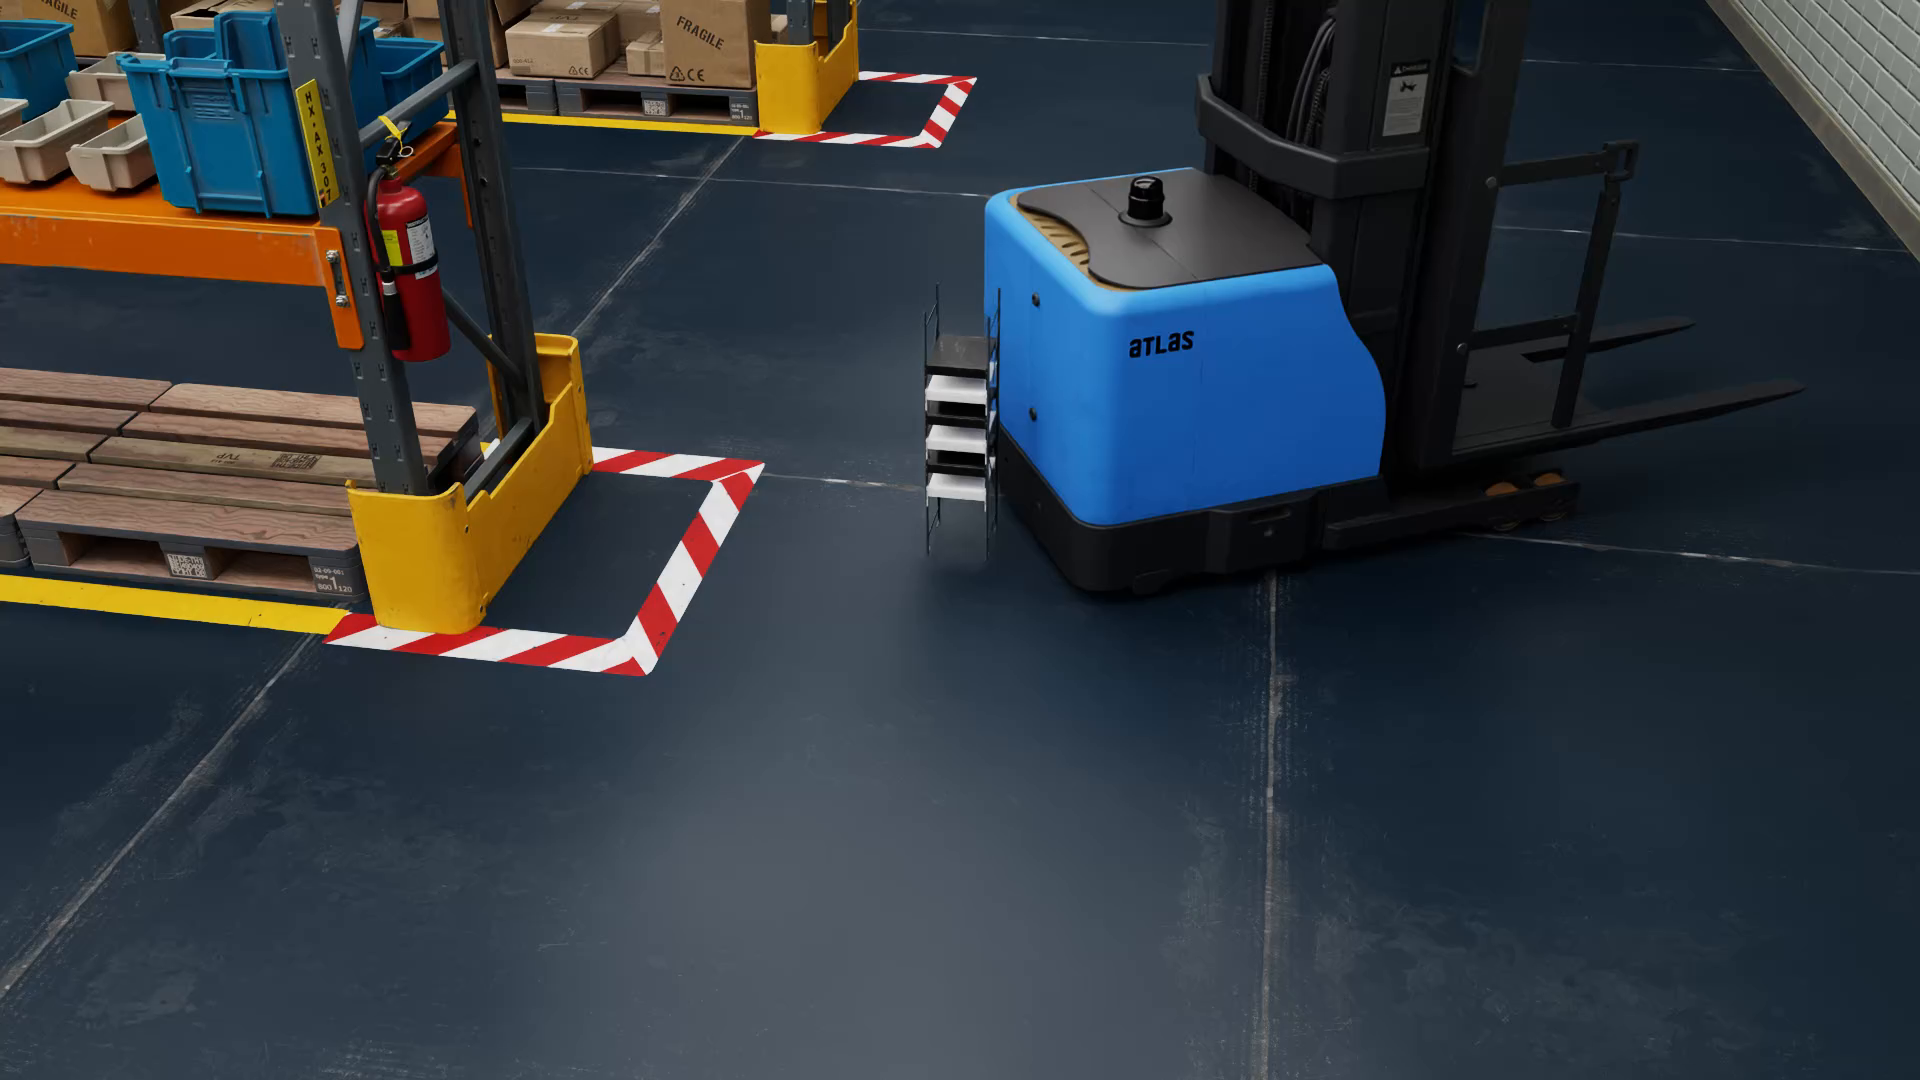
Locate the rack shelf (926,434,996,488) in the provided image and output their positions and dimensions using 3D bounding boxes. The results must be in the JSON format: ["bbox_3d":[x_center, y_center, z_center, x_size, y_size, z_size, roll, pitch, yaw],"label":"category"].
[{"bbox_3d":[0.008,-0.276,5.576,0.200,0.077,0.258,5,32,8],"label":"rack shelf"}]

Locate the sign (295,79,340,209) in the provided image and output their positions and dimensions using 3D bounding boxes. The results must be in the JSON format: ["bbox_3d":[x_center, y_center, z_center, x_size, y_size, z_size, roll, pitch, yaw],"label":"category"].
[{"bbox_3d":[-1.724,-1.062,4.466,0.005,0.325,0.100,5,32,8],"label":"sign"}]

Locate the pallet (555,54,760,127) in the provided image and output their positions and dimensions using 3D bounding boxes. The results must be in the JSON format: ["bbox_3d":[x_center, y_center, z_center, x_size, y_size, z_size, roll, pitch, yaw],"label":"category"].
[{"bbox_3d":[-1.671,-2.768,9.973,1.213,0.211,1.003,5,32,8],"label":"pallet"}]

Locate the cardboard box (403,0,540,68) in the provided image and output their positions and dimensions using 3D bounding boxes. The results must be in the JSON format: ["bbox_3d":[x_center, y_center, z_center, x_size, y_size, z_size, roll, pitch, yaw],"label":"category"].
[{"bbox_3d":[-2.900,-3.193,9.962,0.637,0.503,0.797,5,32,8],"label":"cardboard box"}]

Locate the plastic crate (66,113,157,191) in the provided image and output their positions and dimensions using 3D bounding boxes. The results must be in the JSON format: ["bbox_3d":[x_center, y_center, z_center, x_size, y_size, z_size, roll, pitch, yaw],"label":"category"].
[{"bbox_3d":[-2.482,-1.174,4.990,0.243,0.136,0.396,5,32,8],"label":"plastic crate"}]

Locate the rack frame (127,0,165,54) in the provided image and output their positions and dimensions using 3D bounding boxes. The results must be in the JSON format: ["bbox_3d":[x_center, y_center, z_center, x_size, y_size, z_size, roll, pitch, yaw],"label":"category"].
[{"bbox_3d":[-4.753,-4.229,9.680,0.127,3.000,1.000,5,32,8],"label":"rack frame"}]

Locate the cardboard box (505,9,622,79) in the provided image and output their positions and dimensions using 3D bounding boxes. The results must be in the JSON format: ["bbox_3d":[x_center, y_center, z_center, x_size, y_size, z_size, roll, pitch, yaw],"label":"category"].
[{"bbox_3d":[-2.319,-2.914,9.755,0.500,0.250,0.500,5,32,8],"label":"cardboard box"}]

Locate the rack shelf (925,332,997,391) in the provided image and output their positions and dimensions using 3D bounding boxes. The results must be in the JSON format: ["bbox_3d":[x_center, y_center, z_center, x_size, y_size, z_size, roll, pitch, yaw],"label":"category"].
[{"bbox_3d":[0.008,-0.581,5.384,0.200,0.077,0.258,5,32,8],"label":"rack shelf"}]

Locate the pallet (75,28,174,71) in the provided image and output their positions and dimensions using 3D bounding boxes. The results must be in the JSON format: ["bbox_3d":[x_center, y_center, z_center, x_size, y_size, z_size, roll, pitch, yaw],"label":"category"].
[{"bbox_3d":[-5.561,-3.100,10.504,1.213,0.211,1.003,5,32,8],"label":"pallet"}]

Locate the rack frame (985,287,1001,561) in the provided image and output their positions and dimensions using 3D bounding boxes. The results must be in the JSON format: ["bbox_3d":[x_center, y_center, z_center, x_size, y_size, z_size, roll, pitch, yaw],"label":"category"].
[{"bbox_3d":[0.108,-0.372,5.496,0.006,0.900,0.240,5,32,8],"label":"rack frame"}]

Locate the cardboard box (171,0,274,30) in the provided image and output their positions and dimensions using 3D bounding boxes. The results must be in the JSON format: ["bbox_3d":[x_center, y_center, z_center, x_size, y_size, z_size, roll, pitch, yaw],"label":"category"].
[{"bbox_3d":[-4.376,-3.126,10.036,0.500,0.311,0.500,5,32,8],"label":"cardboard box"}]

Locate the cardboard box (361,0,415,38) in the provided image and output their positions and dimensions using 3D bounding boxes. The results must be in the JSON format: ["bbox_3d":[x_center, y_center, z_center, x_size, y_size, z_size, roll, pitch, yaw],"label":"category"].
[{"bbox_3d":[-3.405,-3.307,10.325,0.500,0.311,0.500,5,32,8],"label":"cardboard box"}]

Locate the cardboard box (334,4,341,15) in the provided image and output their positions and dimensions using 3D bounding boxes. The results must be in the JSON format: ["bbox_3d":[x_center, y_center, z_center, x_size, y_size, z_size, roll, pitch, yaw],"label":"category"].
[{"bbox_3d":[-3.764,-3.303,10.472,0.250,0.149,0.380,5,32,8],"label":"cardboard box"}]

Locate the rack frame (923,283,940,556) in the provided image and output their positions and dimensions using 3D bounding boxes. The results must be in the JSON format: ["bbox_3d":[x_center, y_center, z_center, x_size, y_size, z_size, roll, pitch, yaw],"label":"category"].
[{"bbox_3d":[-0.092,-0.390,5.525,0.006,0.900,0.240,5,32,8],"label":"rack frame"}]

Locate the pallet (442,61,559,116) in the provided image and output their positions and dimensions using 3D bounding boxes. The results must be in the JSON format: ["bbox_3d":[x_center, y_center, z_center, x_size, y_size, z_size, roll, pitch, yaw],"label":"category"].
[{"bbox_3d":[-2.870,-2.878,10.149,1.213,0.211,1.003,5,32,8],"label":"pallet"}]

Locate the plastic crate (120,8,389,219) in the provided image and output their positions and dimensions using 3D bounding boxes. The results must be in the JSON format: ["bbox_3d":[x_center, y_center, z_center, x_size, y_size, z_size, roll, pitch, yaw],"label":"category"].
[{"bbox_3d":[-2.009,-1.255,4.838,0.499,0.435,0.616,5,32,8],"label":"plastic crate"}]

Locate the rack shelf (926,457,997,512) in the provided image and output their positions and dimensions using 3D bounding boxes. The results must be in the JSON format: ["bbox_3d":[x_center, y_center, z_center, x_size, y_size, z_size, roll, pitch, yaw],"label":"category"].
[{"bbox_3d":[0.008,-0.200,5.623,0.200,0.077,0.258,5,32,8],"label":"rack shelf"}]

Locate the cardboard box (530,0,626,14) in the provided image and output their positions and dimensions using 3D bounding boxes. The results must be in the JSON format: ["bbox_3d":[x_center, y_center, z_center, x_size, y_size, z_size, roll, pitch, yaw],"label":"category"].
[{"bbox_3d":[-2.284,-3.180,10.179,0.500,0.250,0.500,5,32,8],"label":"cardboard box"}]

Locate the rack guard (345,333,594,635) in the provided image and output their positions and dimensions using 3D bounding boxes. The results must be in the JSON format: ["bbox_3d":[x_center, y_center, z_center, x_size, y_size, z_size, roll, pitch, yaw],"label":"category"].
[{"bbox_3d":[-1.621,-0.227,5.642,0.348,0.500,1.175,5,32,8],"label":"rack guard"}]

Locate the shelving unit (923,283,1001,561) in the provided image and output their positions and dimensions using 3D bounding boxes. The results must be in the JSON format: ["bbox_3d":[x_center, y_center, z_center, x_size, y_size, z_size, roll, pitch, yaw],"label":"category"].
[{"bbox_3d":[0.008,-0.381,5.510,0.210,0.900,0.258,5,32,8],"label":"shelving unit"}]

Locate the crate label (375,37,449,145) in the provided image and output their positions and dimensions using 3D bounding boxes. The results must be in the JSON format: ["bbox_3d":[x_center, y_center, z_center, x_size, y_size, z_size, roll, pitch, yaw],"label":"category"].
[{"bbox_3d":[-1.835,-1.431,5.310,0.303,0.233,0.416,5,32,8],"label":"crate label"}]

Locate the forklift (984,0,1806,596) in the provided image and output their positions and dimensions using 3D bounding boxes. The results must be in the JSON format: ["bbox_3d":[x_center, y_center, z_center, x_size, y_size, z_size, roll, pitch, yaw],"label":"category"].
[{"bbox_3d":[1.643,-1.528,5.428,3.031,2.935,1.130,-11,34,-16],"label":"forklift"}]

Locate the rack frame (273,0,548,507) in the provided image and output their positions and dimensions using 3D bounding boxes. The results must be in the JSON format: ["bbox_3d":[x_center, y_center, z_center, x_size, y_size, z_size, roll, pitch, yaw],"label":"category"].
[{"bbox_3d":[-1.647,-1.282,4.971,0.127,3.000,1.000,5,32,8],"label":"rack frame"}]

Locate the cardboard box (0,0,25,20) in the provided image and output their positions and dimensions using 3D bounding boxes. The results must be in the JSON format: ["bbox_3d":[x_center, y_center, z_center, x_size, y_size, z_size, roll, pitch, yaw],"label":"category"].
[{"bbox_3d":[-5.774,-3.299,10.135,0.500,0.500,0.500,5,32,8],"label":"cardboard box"}]

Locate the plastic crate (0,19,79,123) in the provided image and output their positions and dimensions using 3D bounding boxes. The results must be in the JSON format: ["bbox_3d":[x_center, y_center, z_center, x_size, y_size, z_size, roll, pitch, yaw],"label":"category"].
[{"bbox_3d":[-3.133,-1.548,5.498,0.300,0.233,0.416,5,32,8],"label":"plastic crate"}]

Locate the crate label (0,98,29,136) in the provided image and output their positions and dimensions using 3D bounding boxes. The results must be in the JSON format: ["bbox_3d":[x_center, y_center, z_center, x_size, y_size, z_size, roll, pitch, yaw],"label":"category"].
[{"bbox_3d":[-3.044,-1.219,5.063,0.243,0.136,0.396,5,32,8],"label":"crate label"}]

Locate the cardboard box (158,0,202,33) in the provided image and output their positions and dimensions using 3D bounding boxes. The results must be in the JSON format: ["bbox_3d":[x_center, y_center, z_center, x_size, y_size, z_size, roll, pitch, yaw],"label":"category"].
[{"bbox_3d":[-5.189,-3.527,10.499,0.500,0.500,0.500,4,32,6],"label":"cardboard box"}]

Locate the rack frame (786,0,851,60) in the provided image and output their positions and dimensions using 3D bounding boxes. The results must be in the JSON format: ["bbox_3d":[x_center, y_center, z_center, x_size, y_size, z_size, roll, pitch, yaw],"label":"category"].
[{"bbox_3d":[-0.810,-3.872,9.109,0.127,3.000,1.000,5,32,8],"label":"rack frame"}]

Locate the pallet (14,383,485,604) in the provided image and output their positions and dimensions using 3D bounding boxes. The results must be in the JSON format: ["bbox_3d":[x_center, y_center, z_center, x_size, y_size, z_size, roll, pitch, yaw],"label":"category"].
[{"bbox_3d":[-2.454,-0.194,5.861,1.213,0.211,1.003,5,32,8],"label":"pallet"}]

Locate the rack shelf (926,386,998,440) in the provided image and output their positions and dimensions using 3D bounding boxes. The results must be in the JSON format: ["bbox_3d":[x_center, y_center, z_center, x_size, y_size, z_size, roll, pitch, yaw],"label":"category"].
[{"bbox_3d":[0.008,-0.429,5.480,0.200,0.077,0.258,5,32,8],"label":"rack shelf"}]

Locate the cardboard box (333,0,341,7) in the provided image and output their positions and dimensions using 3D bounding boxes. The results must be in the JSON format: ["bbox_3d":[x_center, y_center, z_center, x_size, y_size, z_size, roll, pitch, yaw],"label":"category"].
[{"bbox_3d":[-4.144,-3.454,10.382,0.500,0.500,0.500,5,32,8],"label":"cardboard box"}]

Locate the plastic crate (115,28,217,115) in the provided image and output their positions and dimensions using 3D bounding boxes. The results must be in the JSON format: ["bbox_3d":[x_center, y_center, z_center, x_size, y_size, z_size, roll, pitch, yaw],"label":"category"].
[{"bbox_3d":[-2.484,-1.490,5.404,0.300,0.233,0.416,5,32,8],"label":"plastic crate"}]

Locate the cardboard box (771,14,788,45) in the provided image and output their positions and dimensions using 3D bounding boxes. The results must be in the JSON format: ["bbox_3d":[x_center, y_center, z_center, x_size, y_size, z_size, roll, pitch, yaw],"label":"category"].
[{"bbox_3d":[-1.165,-3.068,10.096,0.250,0.149,0.380,5,32,8],"label":"cardboard box"}]

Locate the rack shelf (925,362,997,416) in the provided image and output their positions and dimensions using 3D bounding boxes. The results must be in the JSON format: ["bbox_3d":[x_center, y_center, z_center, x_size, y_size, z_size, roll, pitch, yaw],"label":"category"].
[{"bbox_3d":[0.008,-0.505,5.432,0.200,0.077,0.258,5,32,8],"label":"rack shelf"}]

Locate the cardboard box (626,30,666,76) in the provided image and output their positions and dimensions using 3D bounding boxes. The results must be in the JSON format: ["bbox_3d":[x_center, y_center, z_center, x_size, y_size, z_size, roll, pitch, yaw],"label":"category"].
[{"bbox_3d":[-1.772,-2.861,9.749,0.250,0.166,0.380,5,32,8],"label":"cardboard box"}]

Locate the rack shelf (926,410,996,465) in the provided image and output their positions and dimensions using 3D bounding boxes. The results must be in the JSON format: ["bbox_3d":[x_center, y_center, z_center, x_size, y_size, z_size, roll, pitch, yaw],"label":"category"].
[{"bbox_3d":[0.008,-0.352,5.528,0.200,0.077,0.258,5,32,8],"label":"rack shelf"}]

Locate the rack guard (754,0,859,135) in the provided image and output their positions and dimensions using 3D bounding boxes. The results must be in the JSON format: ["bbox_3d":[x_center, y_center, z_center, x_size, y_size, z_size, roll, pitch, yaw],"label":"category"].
[{"bbox_3d":[-0.885,-2.820,9.784,0.348,0.500,1.175,5,32,8],"label":"rack guard"}]

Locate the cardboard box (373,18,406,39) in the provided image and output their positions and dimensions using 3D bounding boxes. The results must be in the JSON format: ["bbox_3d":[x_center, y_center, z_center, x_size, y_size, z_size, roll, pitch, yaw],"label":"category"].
[{"bbox_3d":[-3.521,-2.992,9.959,0.250,0.166,0.380,5,32,8],"label":"cardboard box"}]

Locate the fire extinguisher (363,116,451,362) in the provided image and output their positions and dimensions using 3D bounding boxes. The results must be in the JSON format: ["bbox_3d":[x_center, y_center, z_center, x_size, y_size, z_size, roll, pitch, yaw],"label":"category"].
[{"bbox_3d":[-1.575,-0.840,4.689,0.183,0.674,0.296,5,32,8],"label":"fire extinguisher"}]

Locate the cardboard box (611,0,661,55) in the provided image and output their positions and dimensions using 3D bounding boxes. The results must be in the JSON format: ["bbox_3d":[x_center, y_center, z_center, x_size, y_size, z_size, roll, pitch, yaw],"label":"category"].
[{"bbox_3d":[-1.791,-3.135,10.108,0.500,0.250,0.500,5,32,8],"label":"cardboard box"}]

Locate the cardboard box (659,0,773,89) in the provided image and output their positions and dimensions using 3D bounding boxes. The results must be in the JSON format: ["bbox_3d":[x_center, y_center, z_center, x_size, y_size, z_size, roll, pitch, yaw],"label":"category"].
[{"bbox_3d":[-1.388,-2.919,9.528,0.500,0.500,0.500,5,32,8],"label":"cardboard box"}]

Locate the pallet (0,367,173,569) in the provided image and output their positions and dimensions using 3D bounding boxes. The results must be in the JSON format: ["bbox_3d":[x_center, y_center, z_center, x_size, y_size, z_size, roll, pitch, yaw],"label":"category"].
[{"bbox_3d":[-3.653,-0.304,6.037,1.213,0.211,1.003,5,32,8],"label":"pallet"}]

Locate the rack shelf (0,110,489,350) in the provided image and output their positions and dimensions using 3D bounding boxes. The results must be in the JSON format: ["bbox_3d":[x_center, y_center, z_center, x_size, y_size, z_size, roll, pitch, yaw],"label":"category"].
[{"bbox_3d":[-3.619,-1.156,5.447,4.000,0.370,1.077,5,32,8],"label":"rack shelf"}]

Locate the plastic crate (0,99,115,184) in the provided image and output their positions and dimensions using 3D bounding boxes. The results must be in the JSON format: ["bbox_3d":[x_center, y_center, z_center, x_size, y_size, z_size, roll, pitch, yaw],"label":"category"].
[{"bbox_3d":[-2.765,-1.207,5.044,0.243,0.136,0.396,5,32,8],"label":"plastic crate"}]

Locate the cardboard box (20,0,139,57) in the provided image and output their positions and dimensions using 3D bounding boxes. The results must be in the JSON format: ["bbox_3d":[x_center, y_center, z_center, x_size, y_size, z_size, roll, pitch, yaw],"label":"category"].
[{"bbox_3d":[-5.288,-3.251,10.057,0.500,0.500,0.500,5,32,8],"label":"cardboard box"}]

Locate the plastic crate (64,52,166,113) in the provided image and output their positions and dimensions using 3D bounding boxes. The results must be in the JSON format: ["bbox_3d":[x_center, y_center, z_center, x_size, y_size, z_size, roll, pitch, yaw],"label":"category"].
[{"bbox_3d":[-2.806,-1.522,5.547,0.298,0.136,0.250,5,32,8],"label":"plastic crate"}]
